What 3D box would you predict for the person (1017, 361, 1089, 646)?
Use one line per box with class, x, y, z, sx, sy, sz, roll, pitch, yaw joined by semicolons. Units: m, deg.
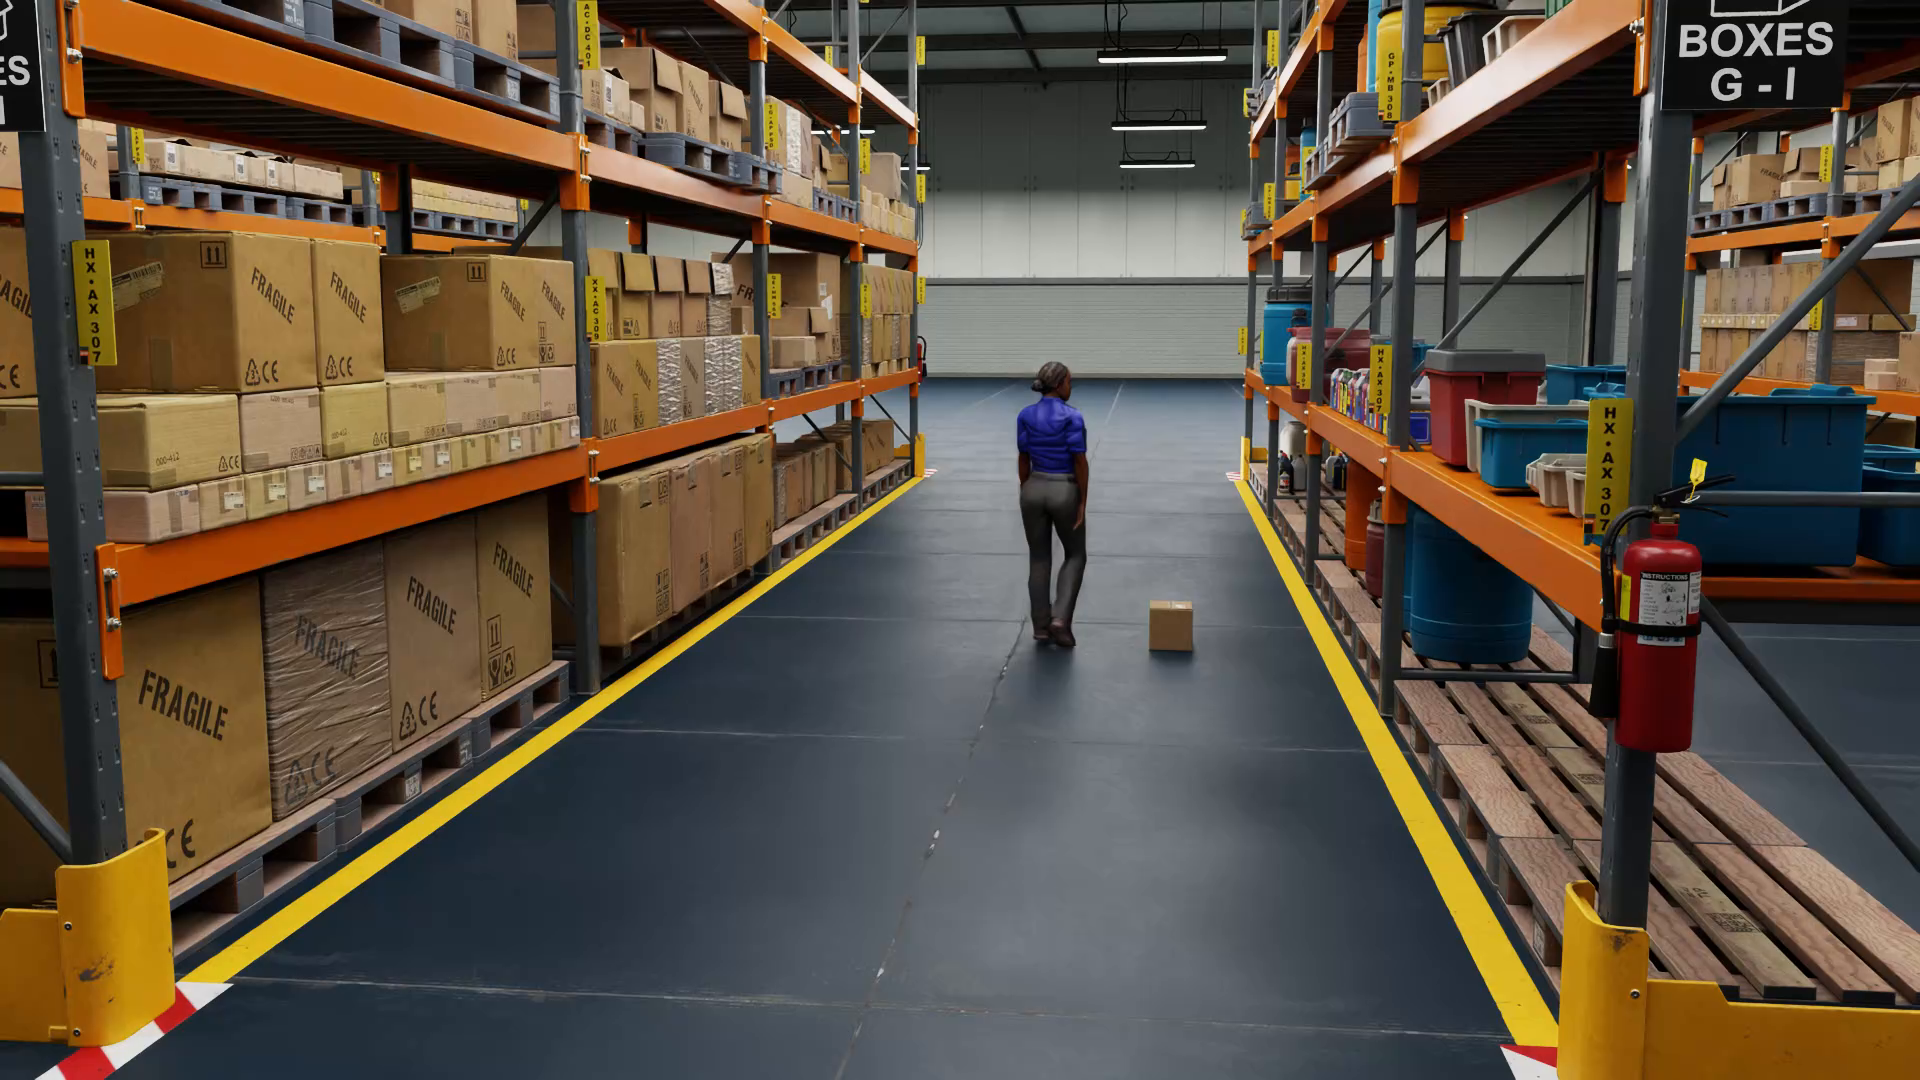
person;0.561;-0.192;9.789;0.457;1.696;0.389;3;8;22
